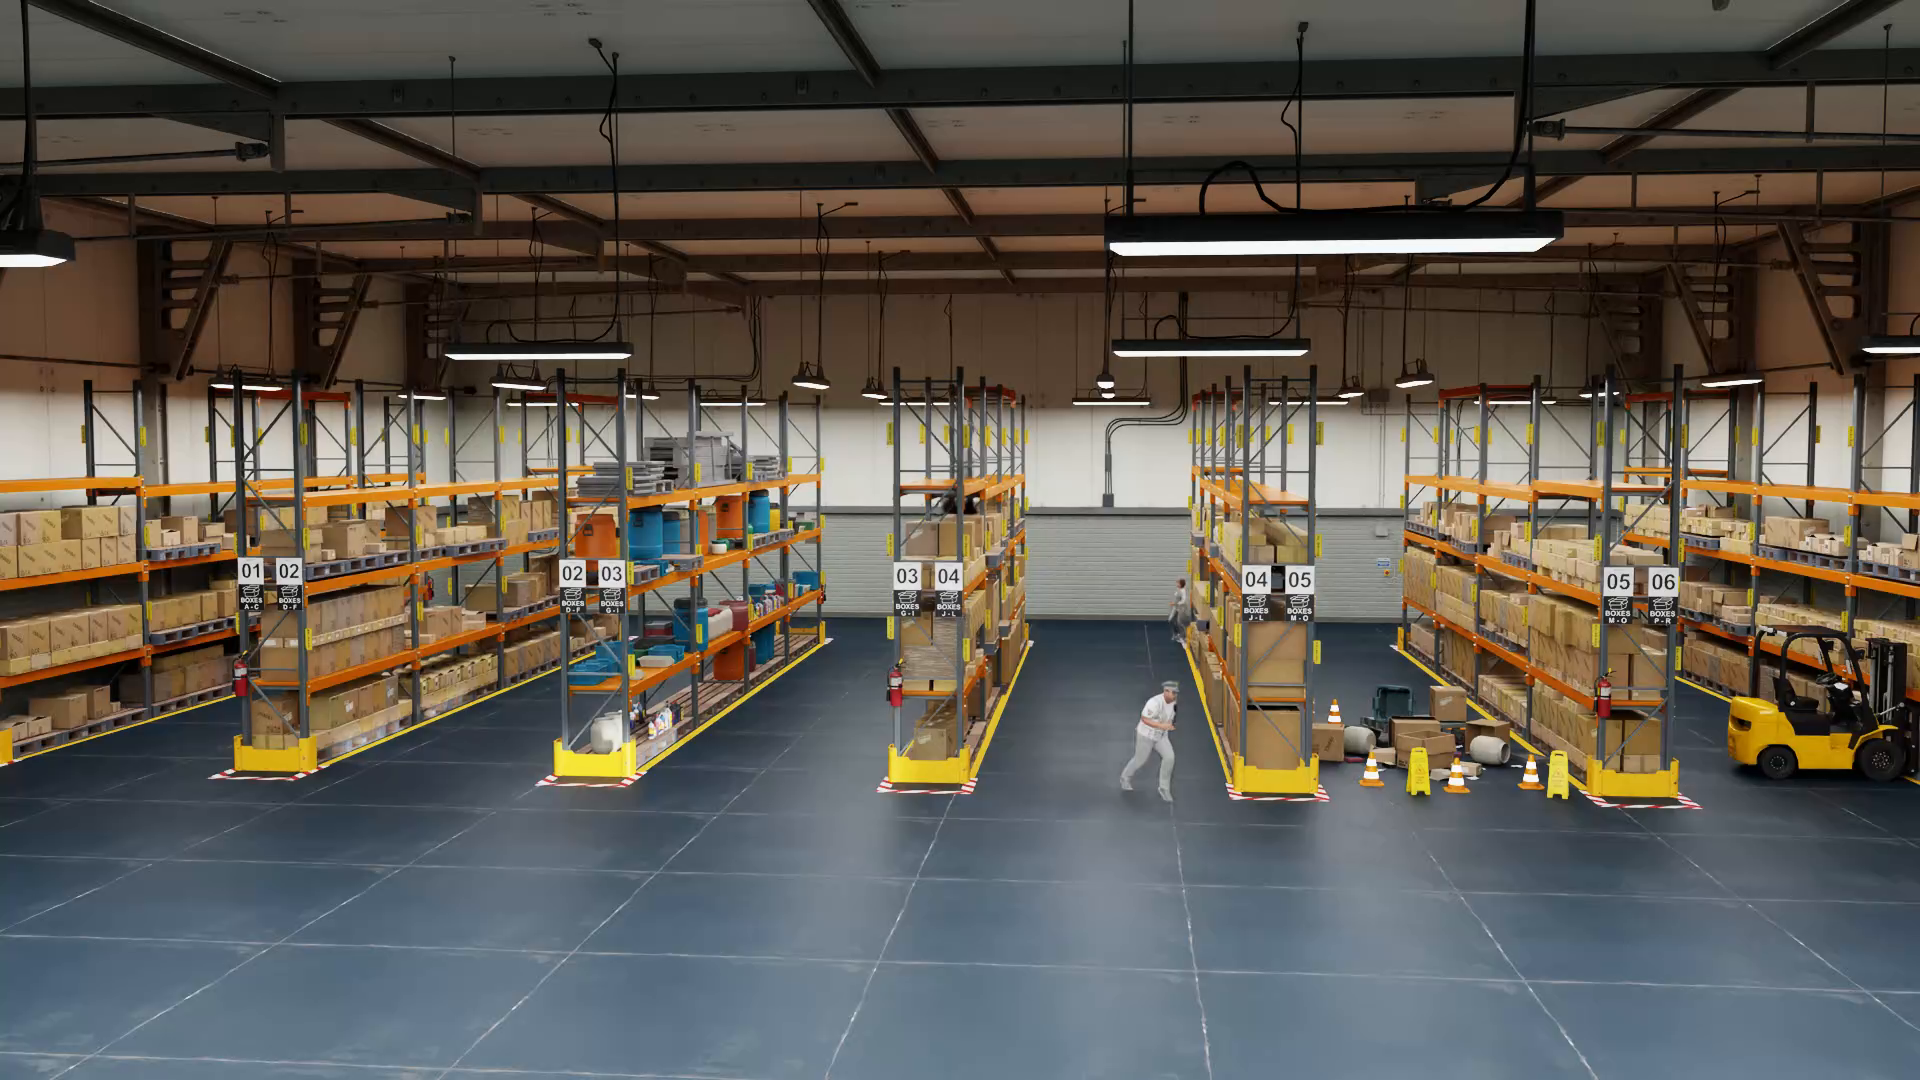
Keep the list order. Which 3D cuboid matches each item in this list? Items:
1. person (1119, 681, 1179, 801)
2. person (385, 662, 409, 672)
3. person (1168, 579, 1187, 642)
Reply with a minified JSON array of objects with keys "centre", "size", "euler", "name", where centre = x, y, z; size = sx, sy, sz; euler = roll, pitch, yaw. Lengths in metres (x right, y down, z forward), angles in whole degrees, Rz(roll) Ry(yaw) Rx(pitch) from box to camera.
[{"centre":[2.639,2.779,23.117],"size":[0.707,1.708,1.015],"euler":[-3,5,-43],"name":"person"},{"centre":[-11.312,2.033,33.236],"size":[0.674,1.792,1.016],"euler":[0,4,-1],"name":"person"},{"centre":[5.339,1.709,40.386],"size":[0.591,1.567,0.548],"euler":[-2,4,-25],"name":"person"}]
